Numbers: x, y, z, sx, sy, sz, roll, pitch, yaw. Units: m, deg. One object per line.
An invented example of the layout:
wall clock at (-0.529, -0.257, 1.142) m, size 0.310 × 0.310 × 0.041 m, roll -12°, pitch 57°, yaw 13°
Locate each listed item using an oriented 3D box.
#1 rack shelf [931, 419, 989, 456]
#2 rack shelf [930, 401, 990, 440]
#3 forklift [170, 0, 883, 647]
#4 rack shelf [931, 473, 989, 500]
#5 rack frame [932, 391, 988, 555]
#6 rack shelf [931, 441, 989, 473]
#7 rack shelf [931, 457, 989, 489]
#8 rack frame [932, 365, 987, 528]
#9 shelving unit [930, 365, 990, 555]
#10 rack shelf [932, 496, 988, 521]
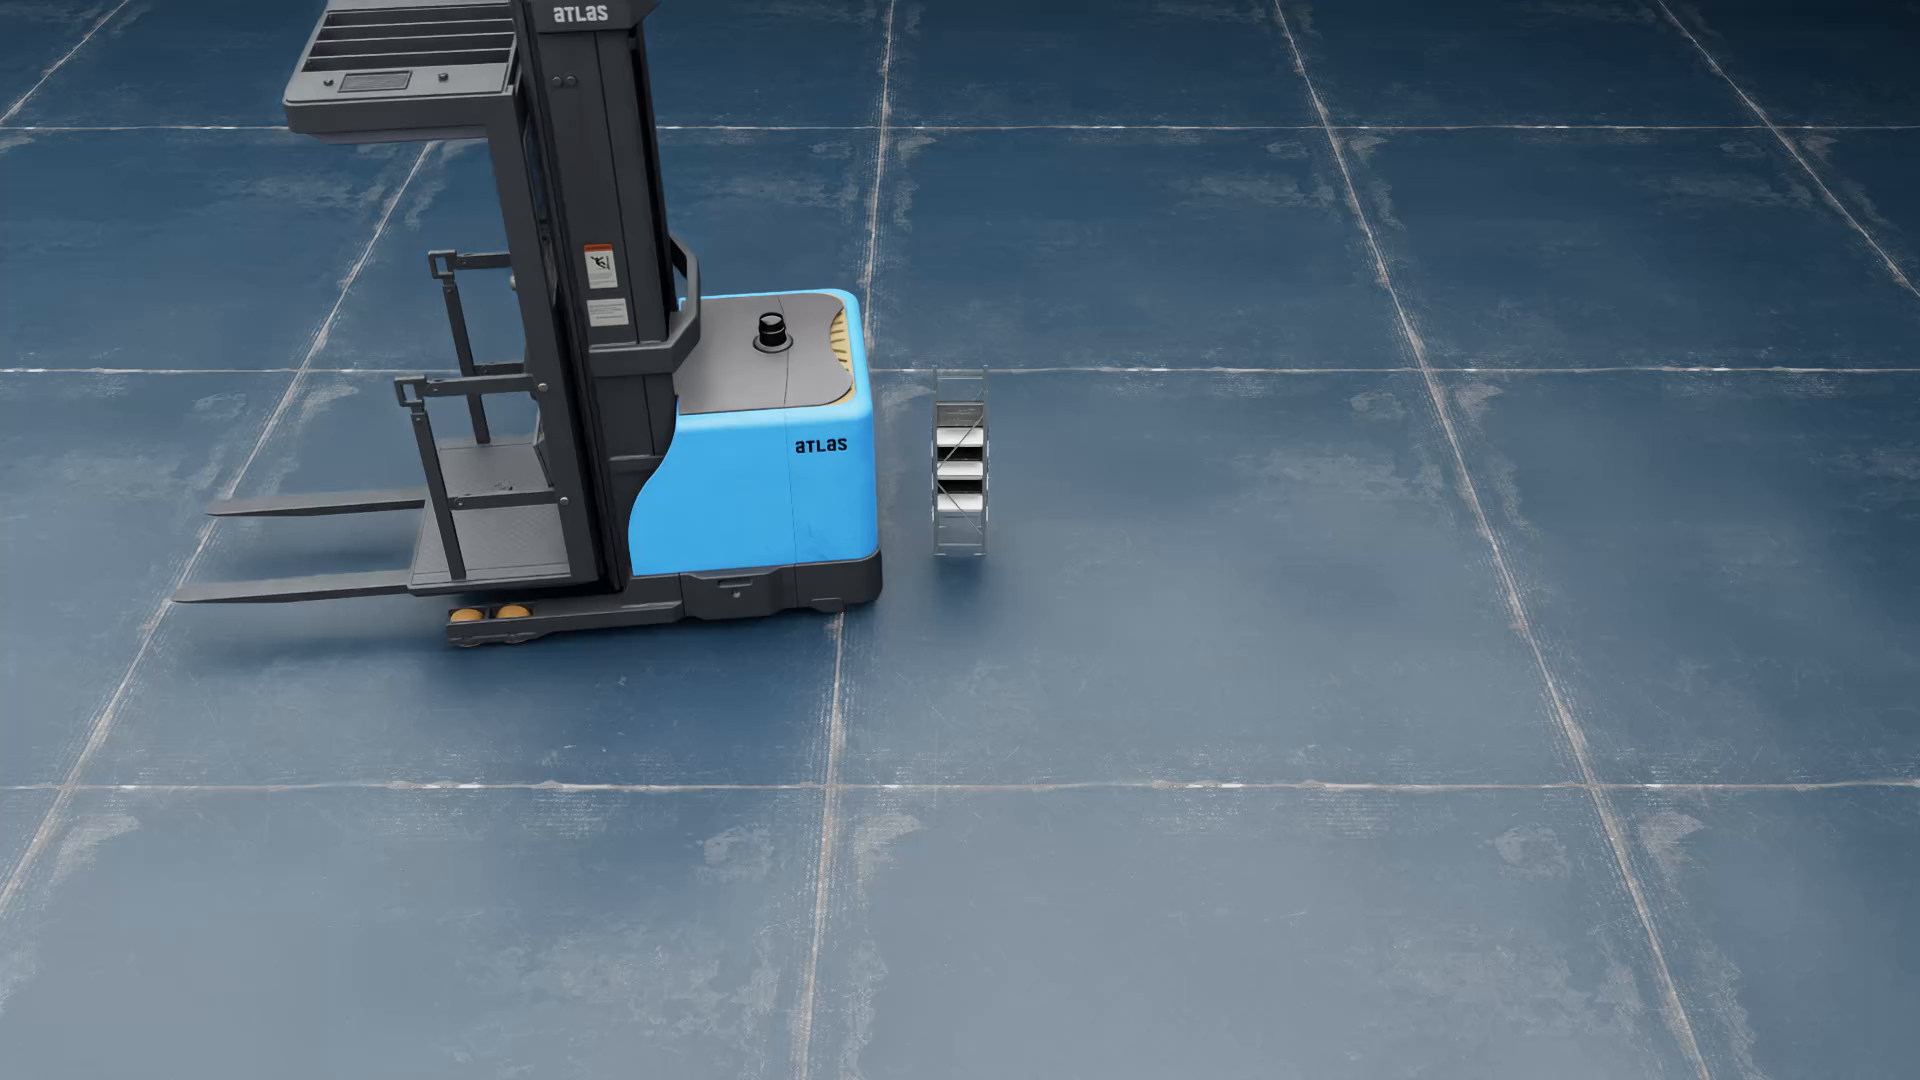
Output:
rack shelf at (0.000, -0.461, 7.371) m, size 0.258 × 0.077 × 0.200 m, roll 0°, pitch 39°, yaw 0°
rack shelf at (0.000, -0.531, 7.314) m, size 0.258 × 0.077 × 0.200 m, roll 0°, pitch 39°, yaw 0°
forklift at (-1.898, -1.034, 6.696) m, size 3.031 × 2.935 × 1.130 m, roll -4°, pitch 39°, yaw -5°
rack shelf at (0.000, -0.250, 7.539) m, size 0.258 × 0.077 × 0.200 m, roll 0°, pitch 39°, yaw 0°
rack frame at (0.000, -0.282, 7.383) m, size 0.240 × 0.900 × 0.006 m, roll 0°, pitch 39°, yaw 0°
rack shelf at (0.000, -0.390, 7.427) m, size 0.258 × 0.077 × 0.200 m, roll 0°, pitch 39°, yaw 0°
rack shelf at (0.000, -0.320, 7.483) m, size 0.258 × 0.077 × 0.200 m, roll 0°, pitch 39°, yaw 0°
rack frame at (0.000, -0.410, 7.542) m, size 0.240 × 0.900 × 0.006 m, roll 0°, pitch 39°, yaw 0°
shelving unit at (0.000, -0.346, 7.462) m, size 0.258 × 0.900 × 0.210 m, roll 0°, pitch 39°, yaw 0°
rack shelf at (0.000, -0.180, 7.596) m, size 0.258 × 0.077 × 0.200 m, roll 0°, pitch 39°, yaw 0°
